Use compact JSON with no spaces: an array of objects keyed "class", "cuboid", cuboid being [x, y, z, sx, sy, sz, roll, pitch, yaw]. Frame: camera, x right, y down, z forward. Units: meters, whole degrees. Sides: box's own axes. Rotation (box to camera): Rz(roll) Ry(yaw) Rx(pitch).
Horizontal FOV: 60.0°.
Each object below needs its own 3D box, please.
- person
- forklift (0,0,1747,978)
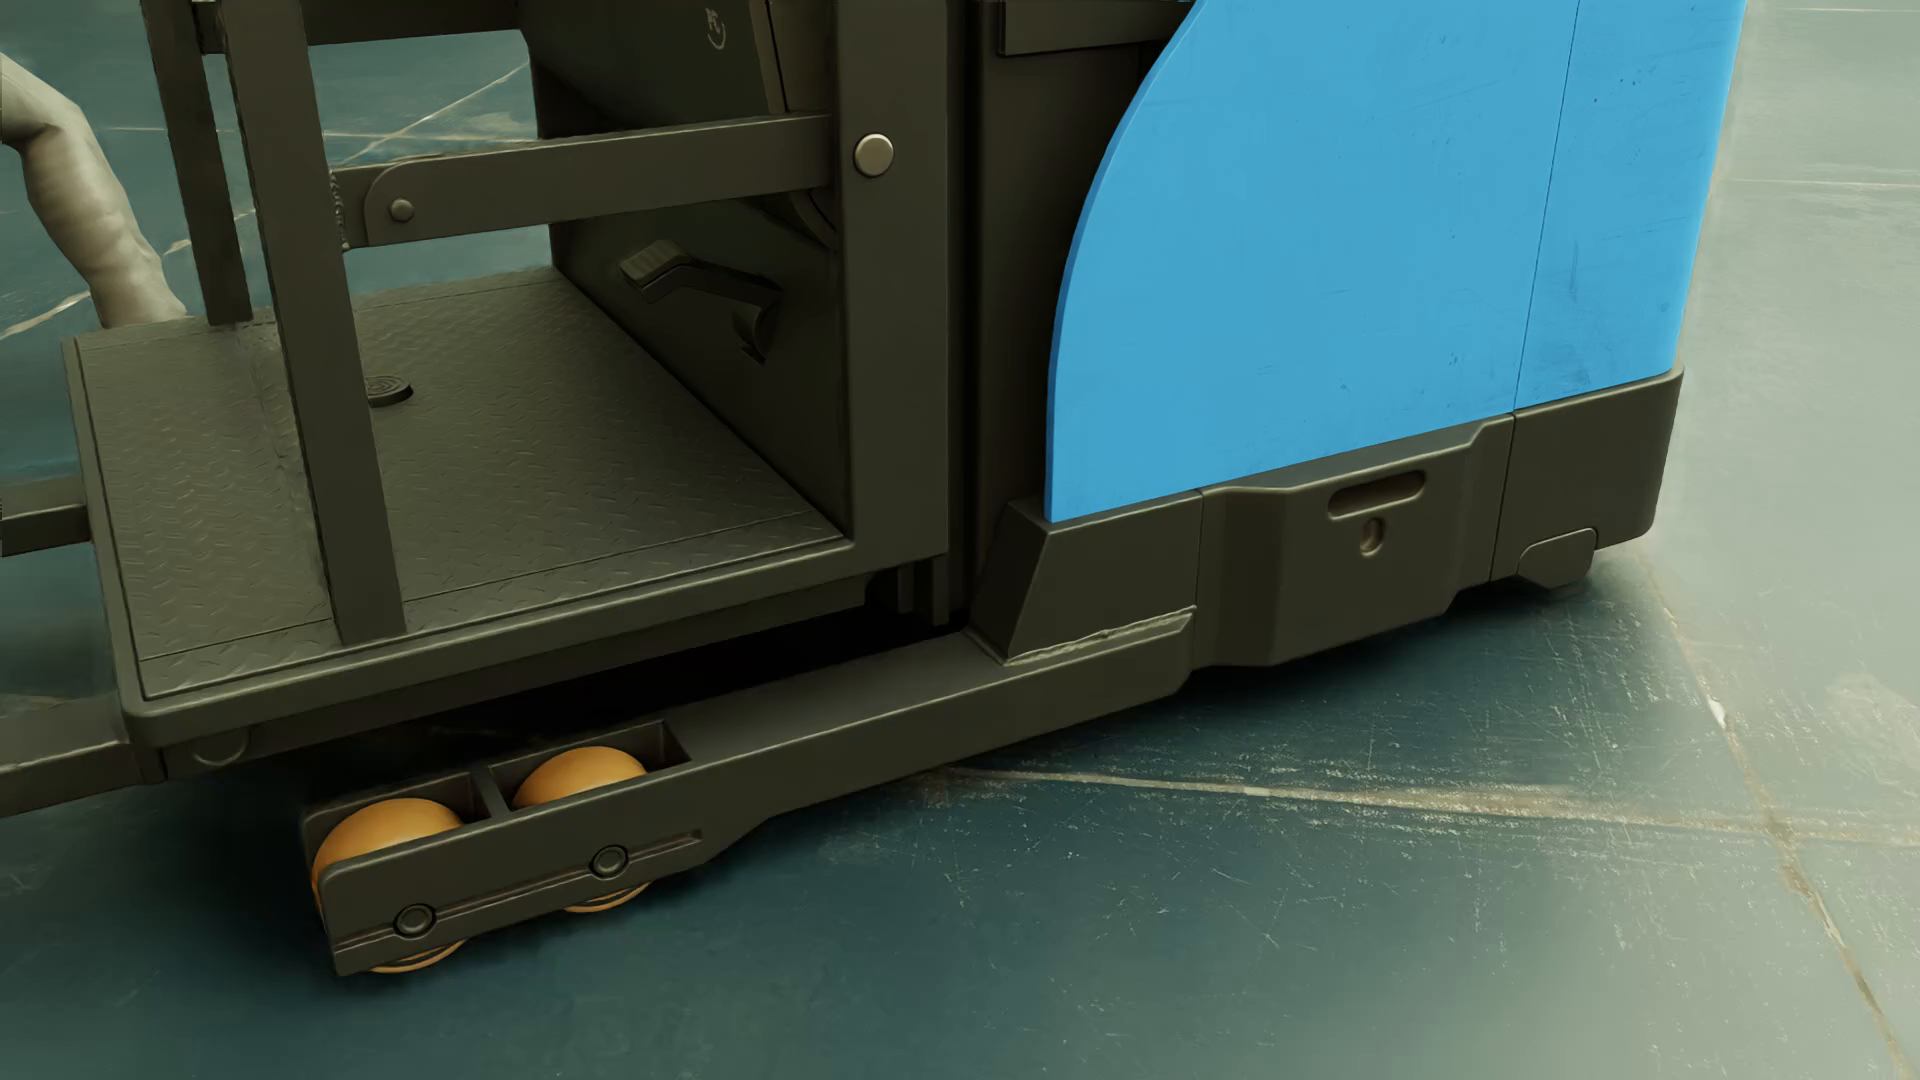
[{"class":"person","cuboid":[-1.902,-0.944,2.786,0.942,1.444,0.694,-5,27,-9]},{"class":"forklift","cuboid":[-0.541,-1.155,1.532,3.031,2.935,1.130,-14,30,-25]}]
